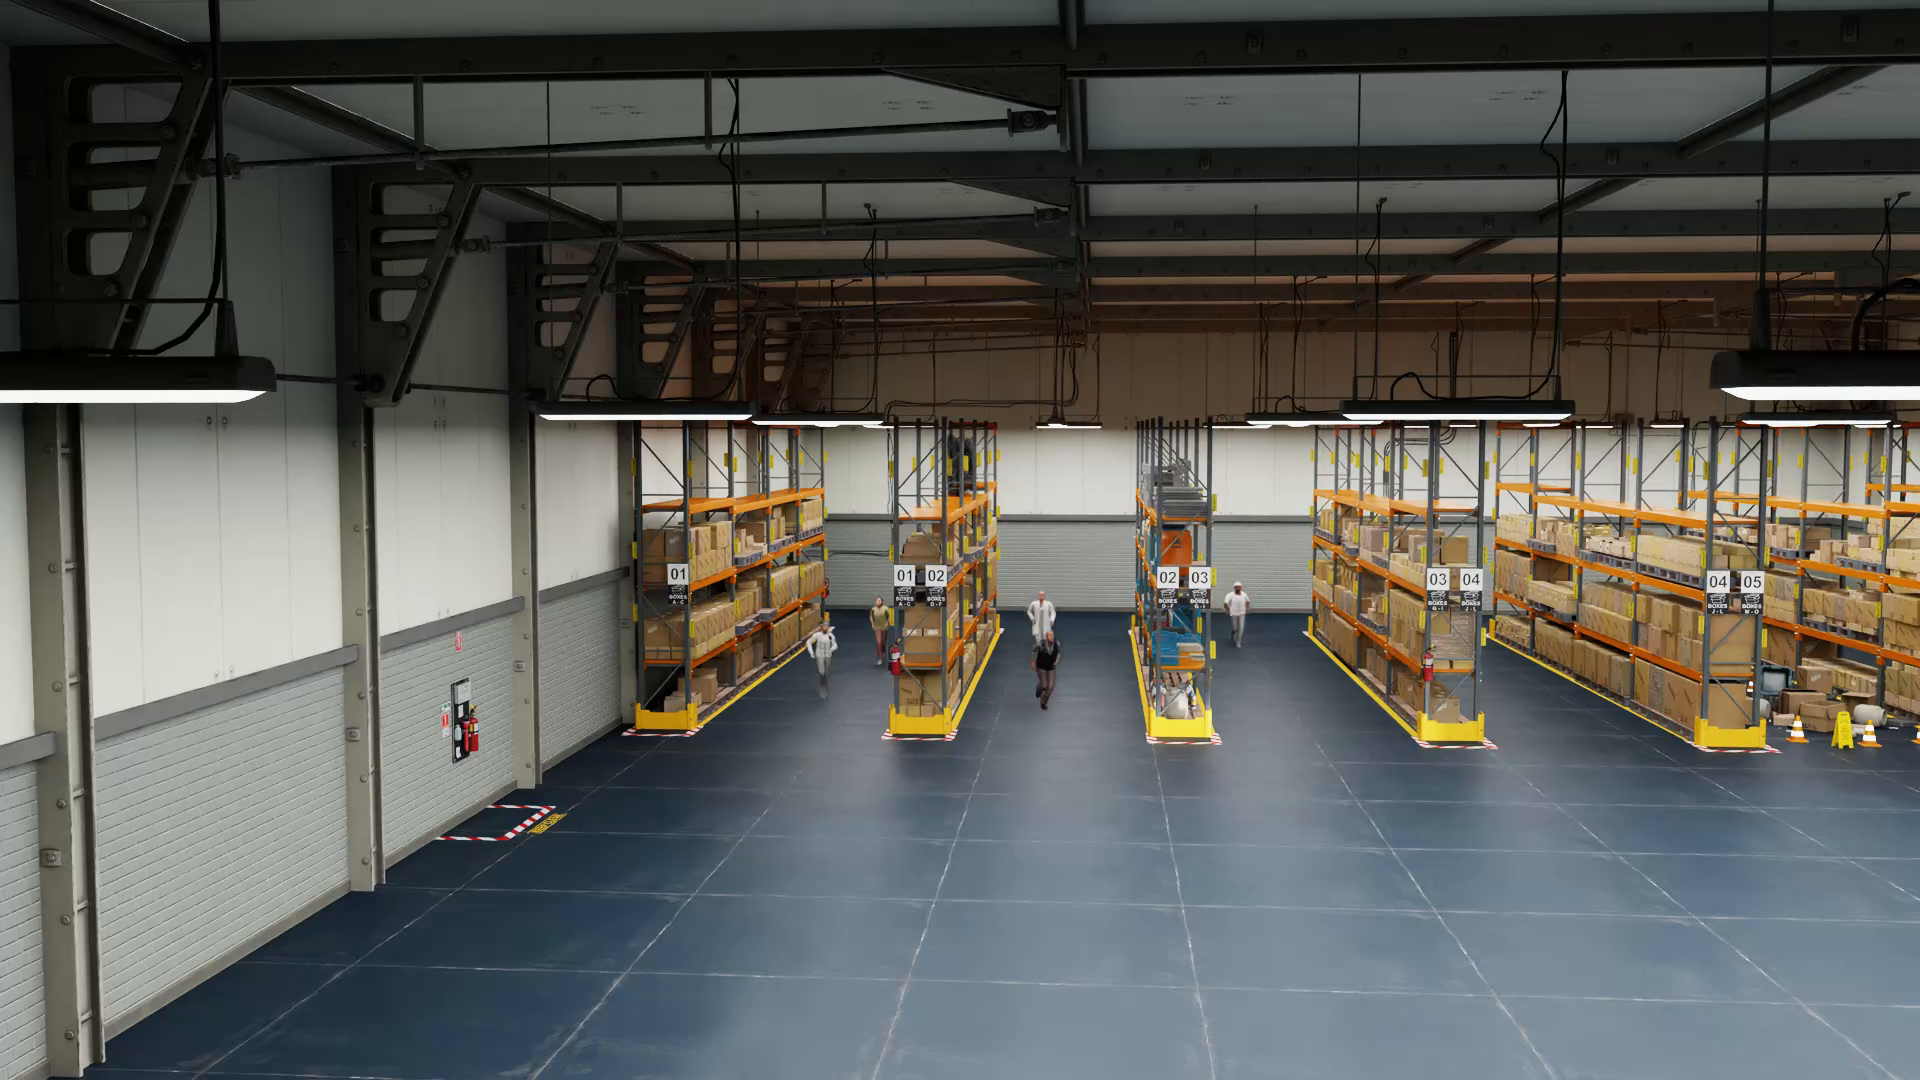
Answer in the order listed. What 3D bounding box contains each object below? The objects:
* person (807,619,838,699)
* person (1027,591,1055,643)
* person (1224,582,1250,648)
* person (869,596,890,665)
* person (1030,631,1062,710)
[{"bbox_3d":[-2.939,2.565,35.801,0.617,1.714,0.714,-1,4,-20],"label":"person"},{"bbox_3d":[2.035,2.145,41.682,0.712,1.738,0.643,0,4,4],"label":"person"},{"bbox_3d":[7.387,1.980,44.286,0.711,1.748,0.738,0,4,-5],"label":"person"},{"bbox_3d":[-1.954,2.219,41.167,0.576,1.678,0.765,0,4,2],"label":"person"},{"bbox_3d":[1.781,2.673,34.351,0.649,1.655,0.738,-1,4,-20],"label":"person"}]
